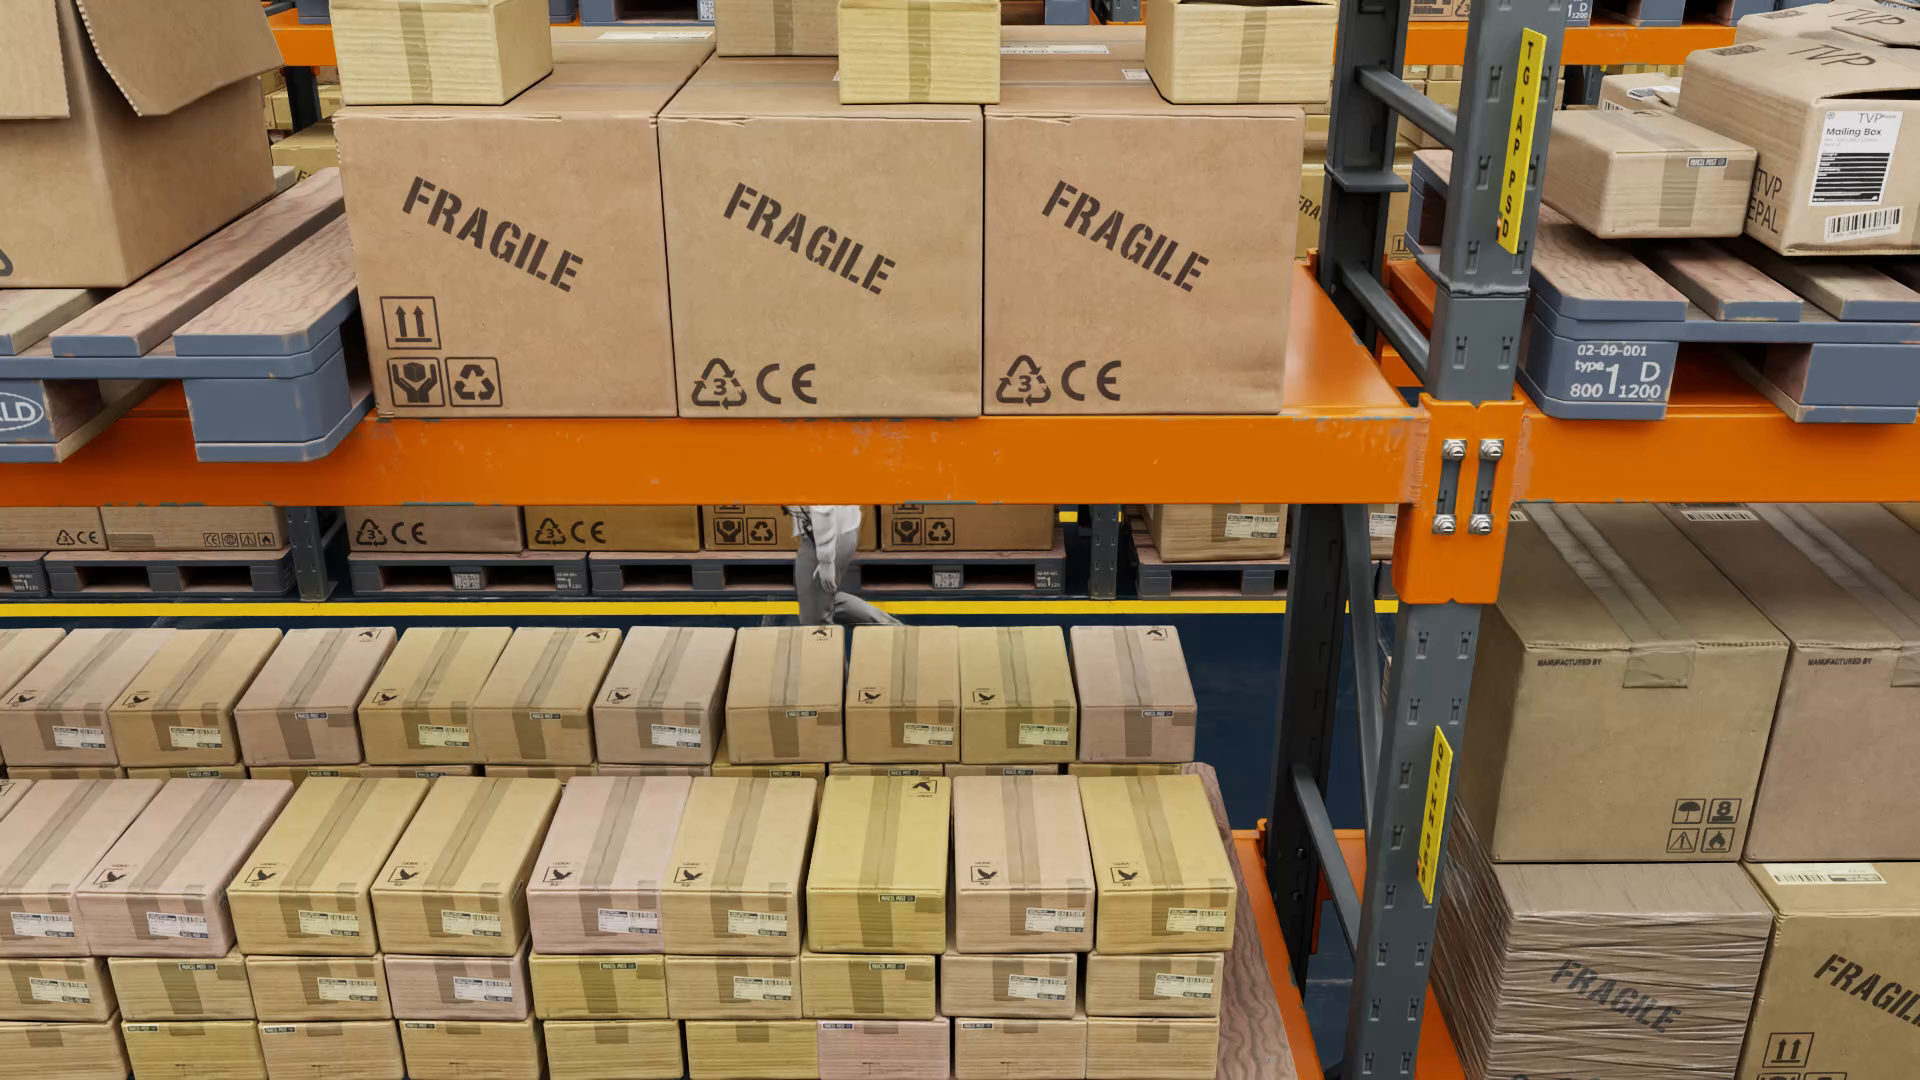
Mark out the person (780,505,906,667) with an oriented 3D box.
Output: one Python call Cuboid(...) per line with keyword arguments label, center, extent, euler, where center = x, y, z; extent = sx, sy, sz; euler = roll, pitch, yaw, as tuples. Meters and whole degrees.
Cuboid(label="person", center=(-0.485, -0.017, 7.089), extent=(0.604, 1.669, 0.501), euler=(0, 24, 0))
